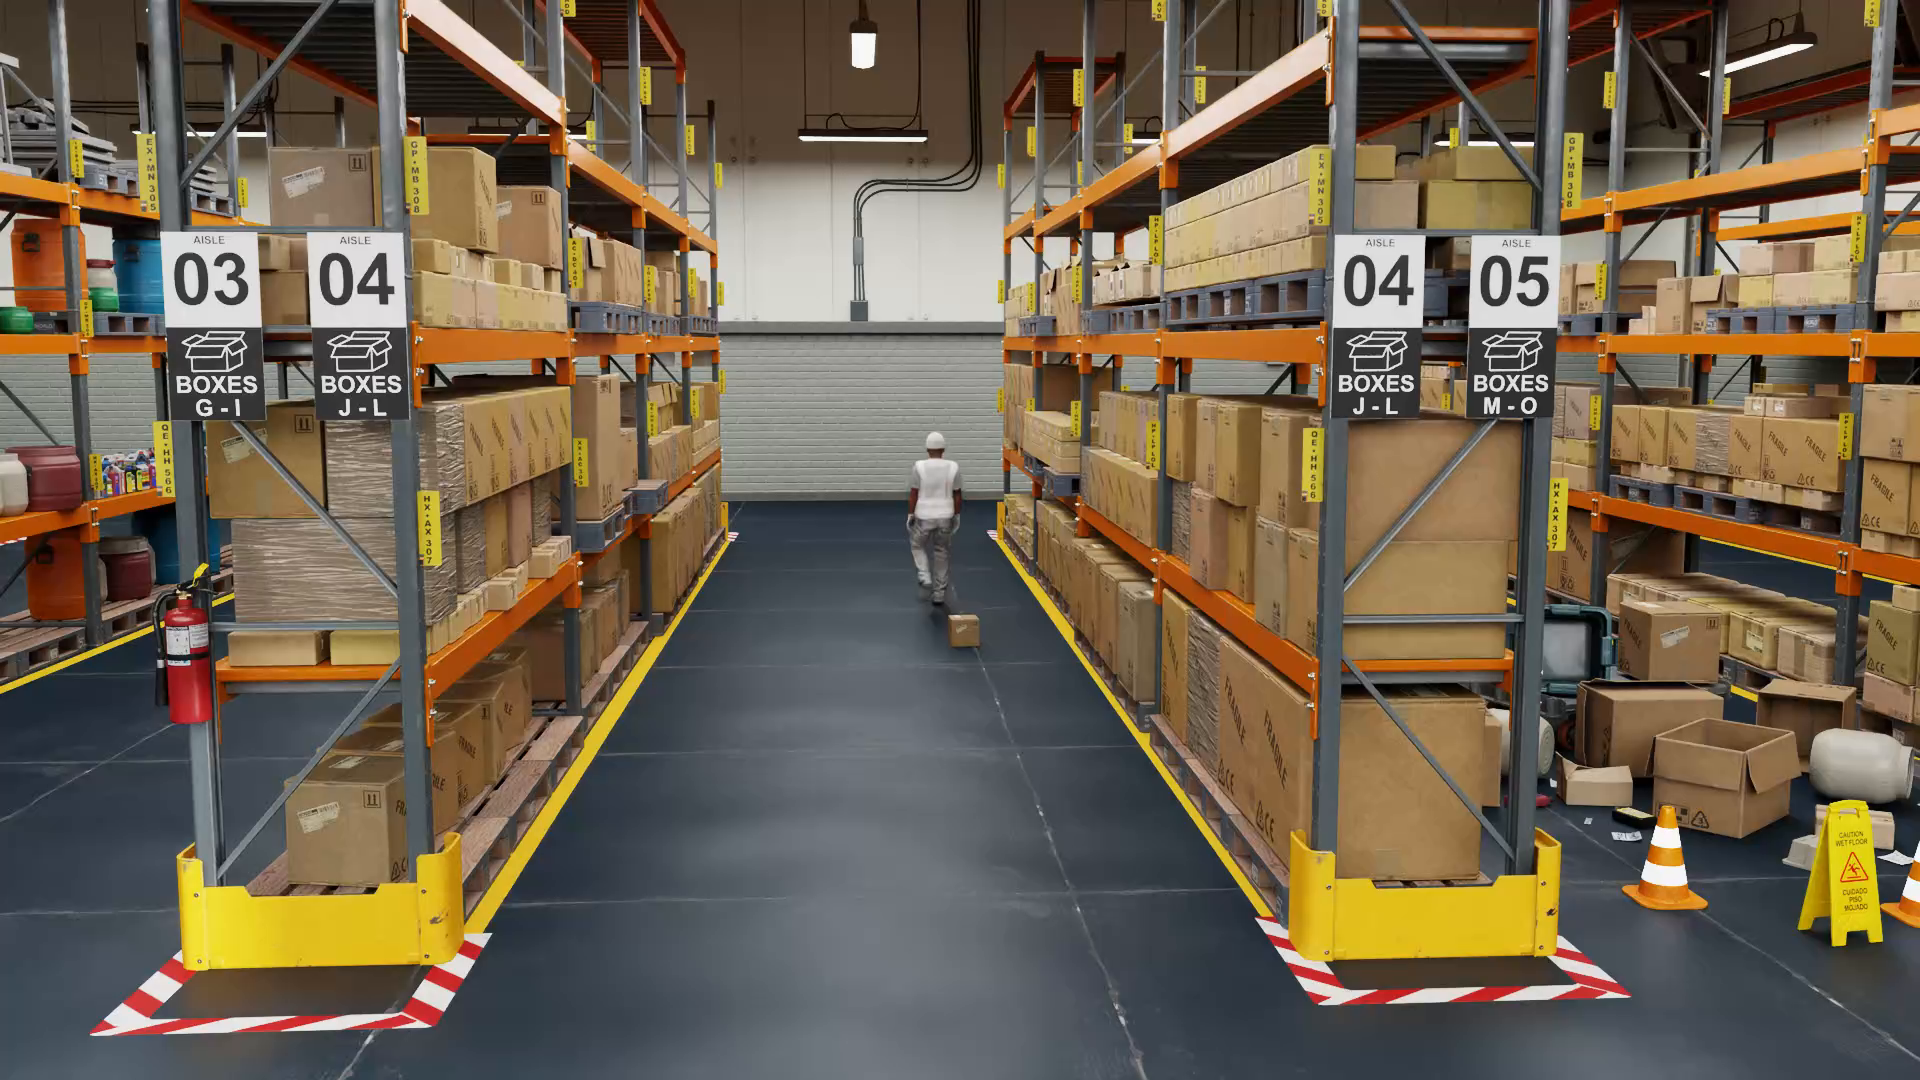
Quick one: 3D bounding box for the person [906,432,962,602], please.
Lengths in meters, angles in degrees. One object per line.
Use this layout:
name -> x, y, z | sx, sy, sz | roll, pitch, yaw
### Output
person -> -0.287, -0.222, 17.513 | 0.597, 1.836, 0.488 | -1, 7, -9
